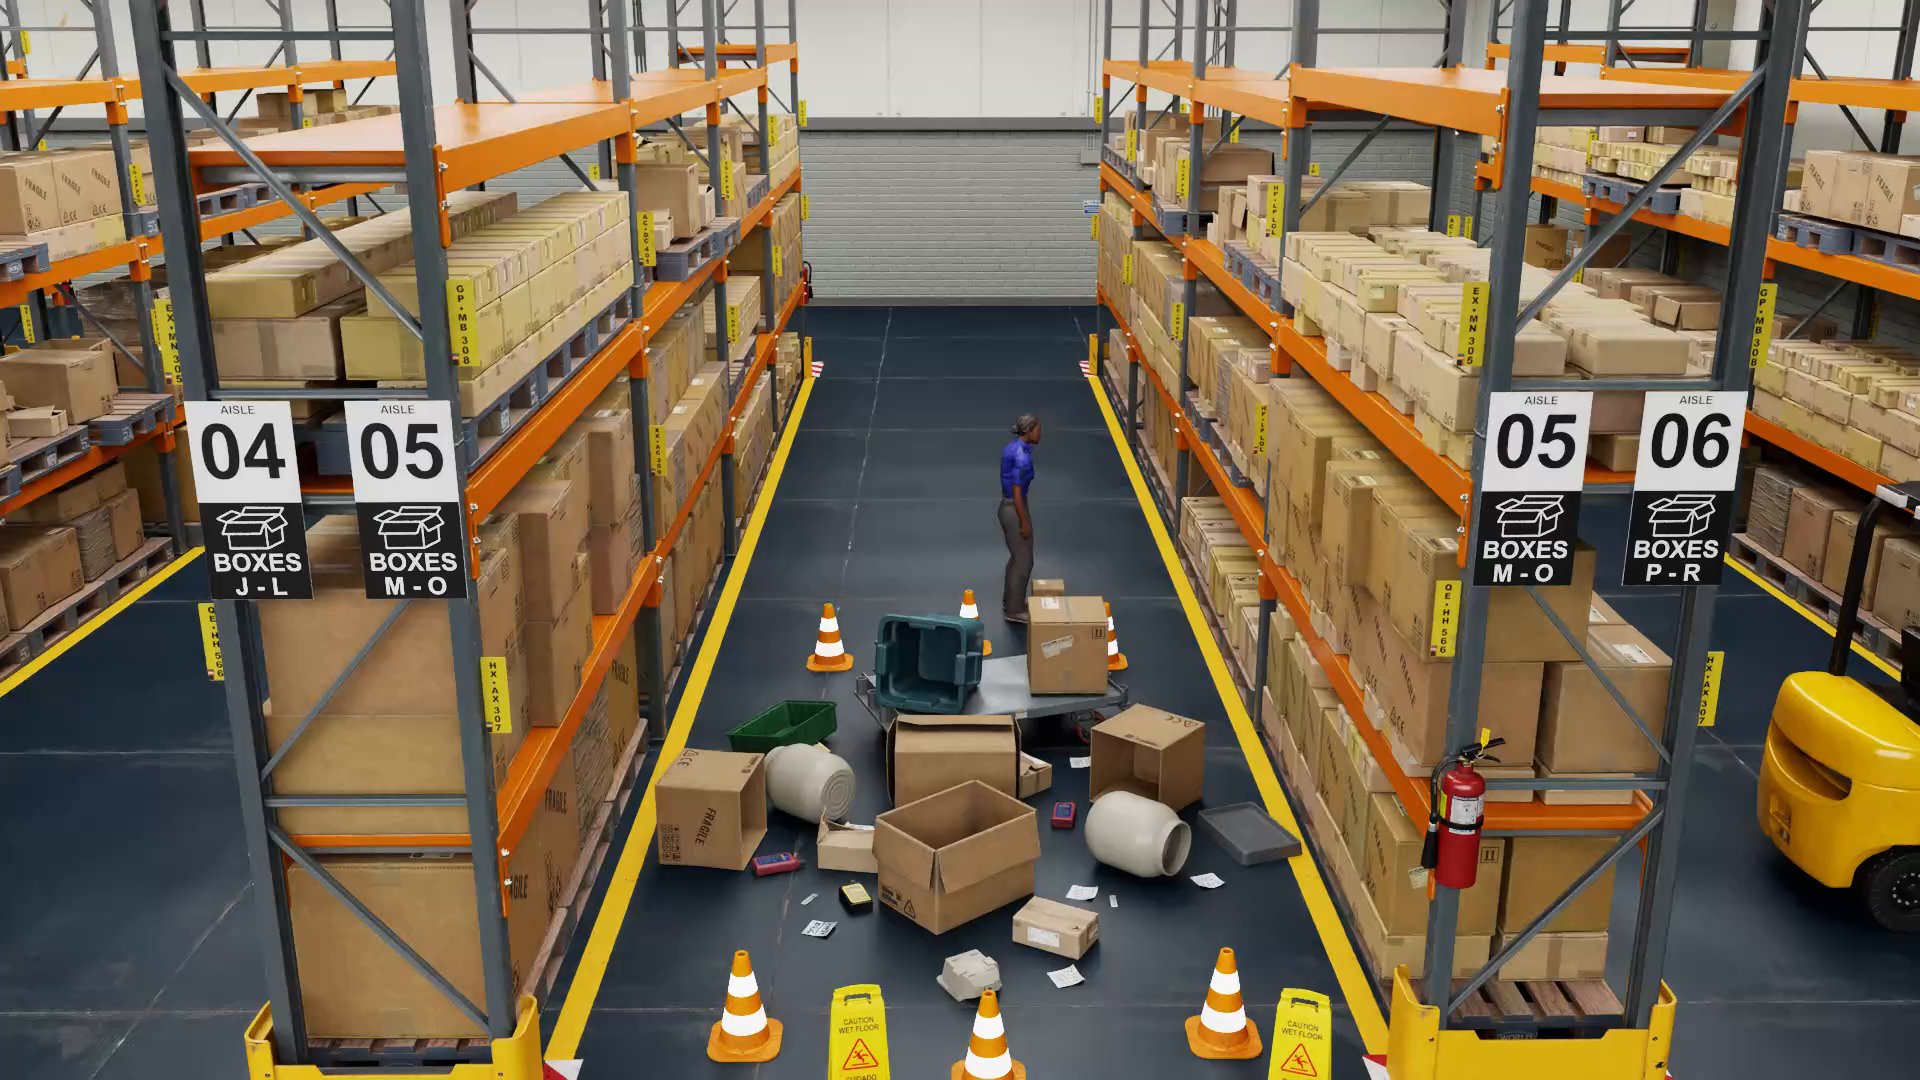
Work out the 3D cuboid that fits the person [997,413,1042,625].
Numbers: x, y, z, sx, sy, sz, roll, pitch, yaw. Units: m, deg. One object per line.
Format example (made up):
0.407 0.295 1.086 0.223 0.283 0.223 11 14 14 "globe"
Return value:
0.474 -0.189 13.166 0.348 1.653 0.522 -1 17 -4 "person"
